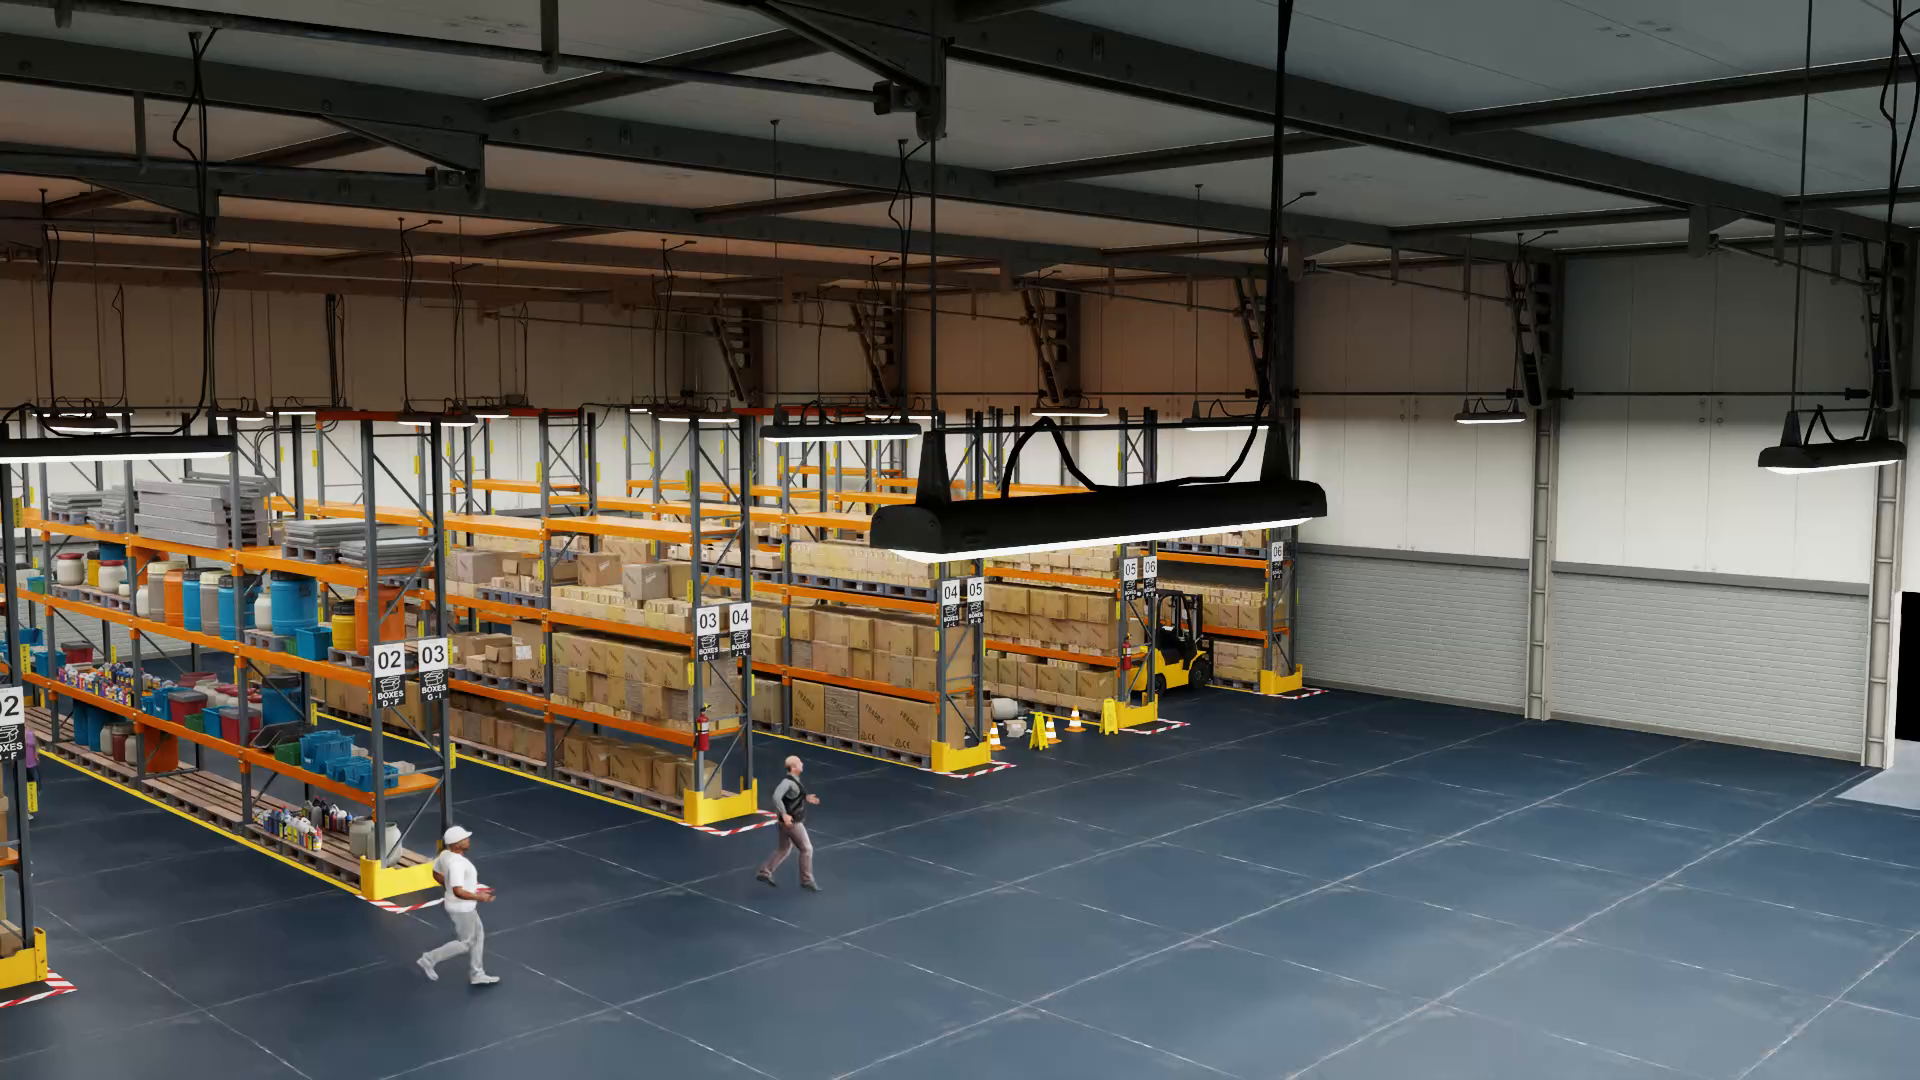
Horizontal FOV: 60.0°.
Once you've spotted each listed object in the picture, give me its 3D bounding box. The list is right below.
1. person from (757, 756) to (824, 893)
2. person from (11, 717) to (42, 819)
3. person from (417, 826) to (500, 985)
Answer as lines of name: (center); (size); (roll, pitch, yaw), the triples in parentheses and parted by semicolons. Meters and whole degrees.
person: (-2.164, 3.605, 21.091); (0.839, 1.758, 0.650); (-1, 5, -12)
person: (-13.881, 3.372, 24.664); (0.559, 1.550, 0.532); (4, 6, 37)
person: (-5.341, 3.902, 17.650); (0.855, 1.752, 0.706); (-2, 6, -25)
